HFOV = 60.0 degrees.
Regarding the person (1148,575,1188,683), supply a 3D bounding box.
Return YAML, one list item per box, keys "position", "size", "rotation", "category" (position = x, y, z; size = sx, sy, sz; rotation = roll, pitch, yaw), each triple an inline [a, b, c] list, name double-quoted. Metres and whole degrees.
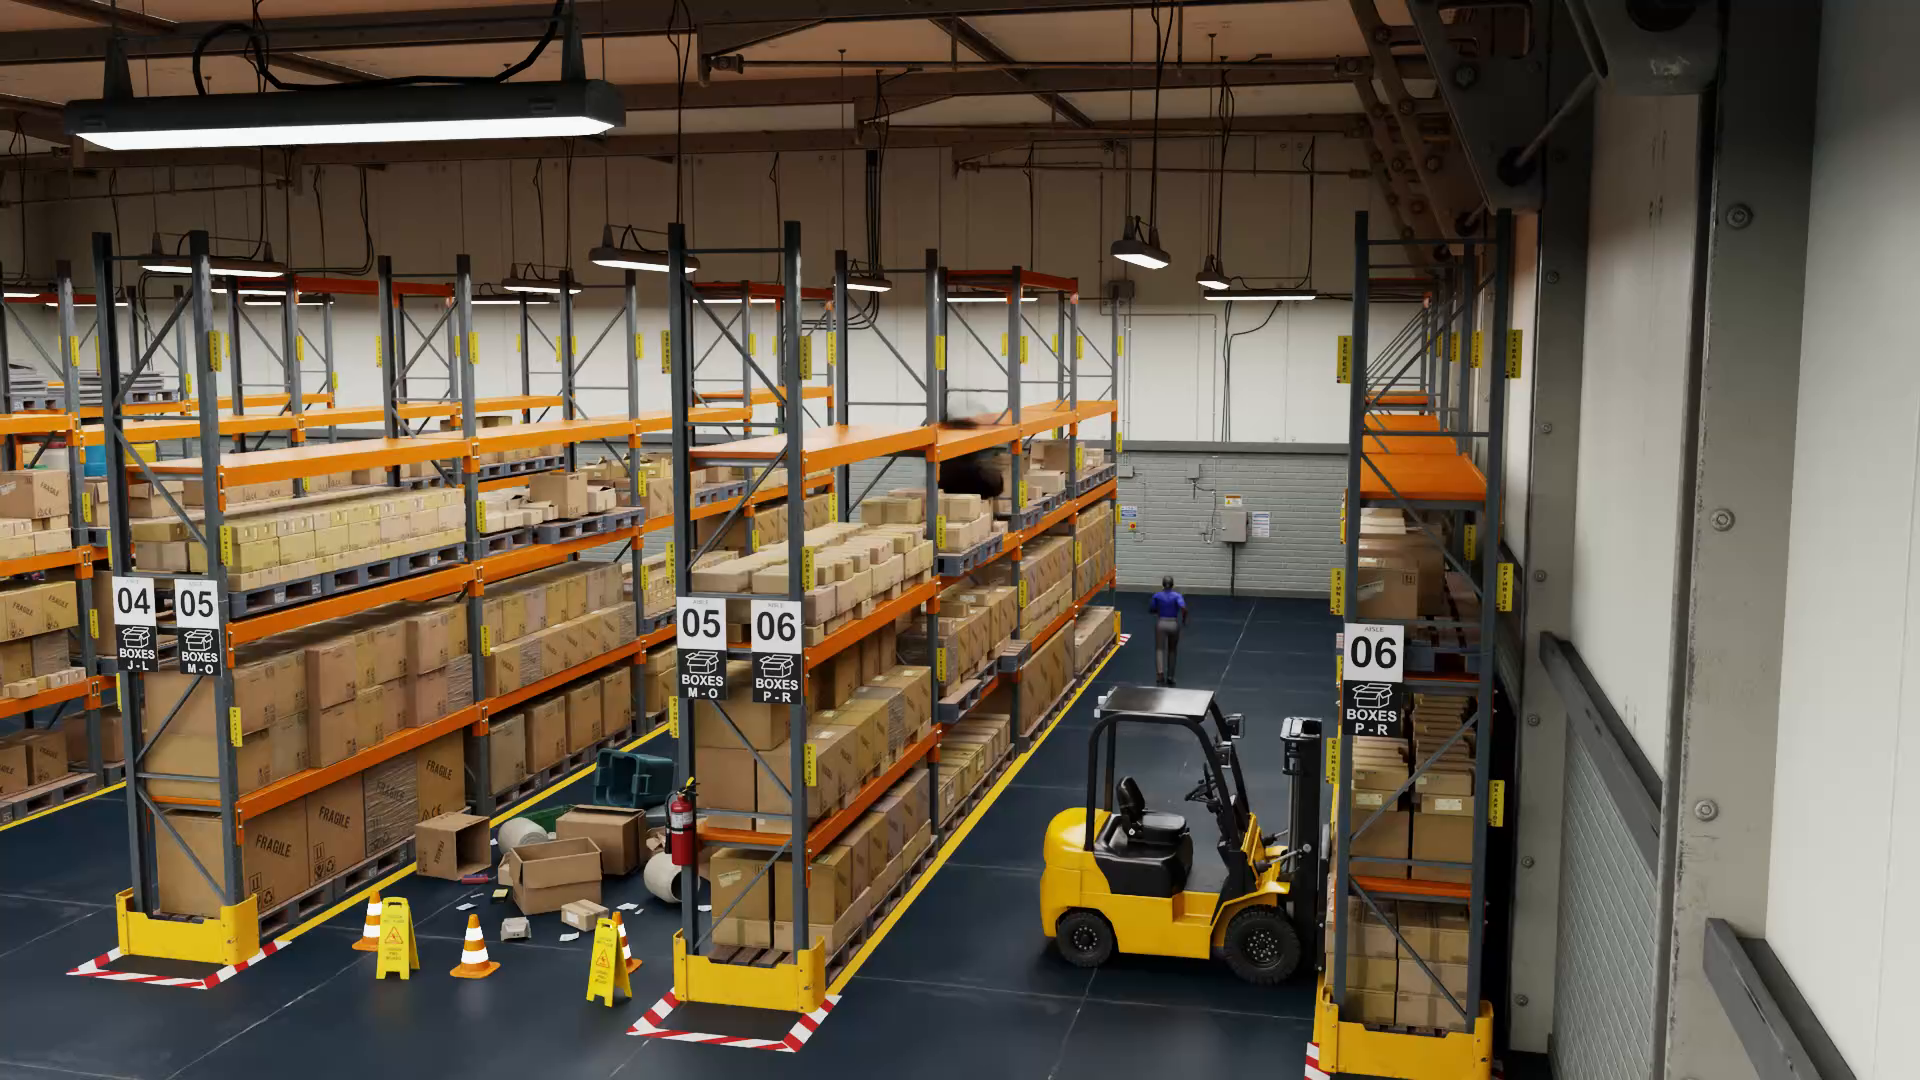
- position: [3.085, 1.327, 24.697]
  size: [0.581, 1.634, 0.931]
  rotation: [1, 7, 8]
  category: "person"
